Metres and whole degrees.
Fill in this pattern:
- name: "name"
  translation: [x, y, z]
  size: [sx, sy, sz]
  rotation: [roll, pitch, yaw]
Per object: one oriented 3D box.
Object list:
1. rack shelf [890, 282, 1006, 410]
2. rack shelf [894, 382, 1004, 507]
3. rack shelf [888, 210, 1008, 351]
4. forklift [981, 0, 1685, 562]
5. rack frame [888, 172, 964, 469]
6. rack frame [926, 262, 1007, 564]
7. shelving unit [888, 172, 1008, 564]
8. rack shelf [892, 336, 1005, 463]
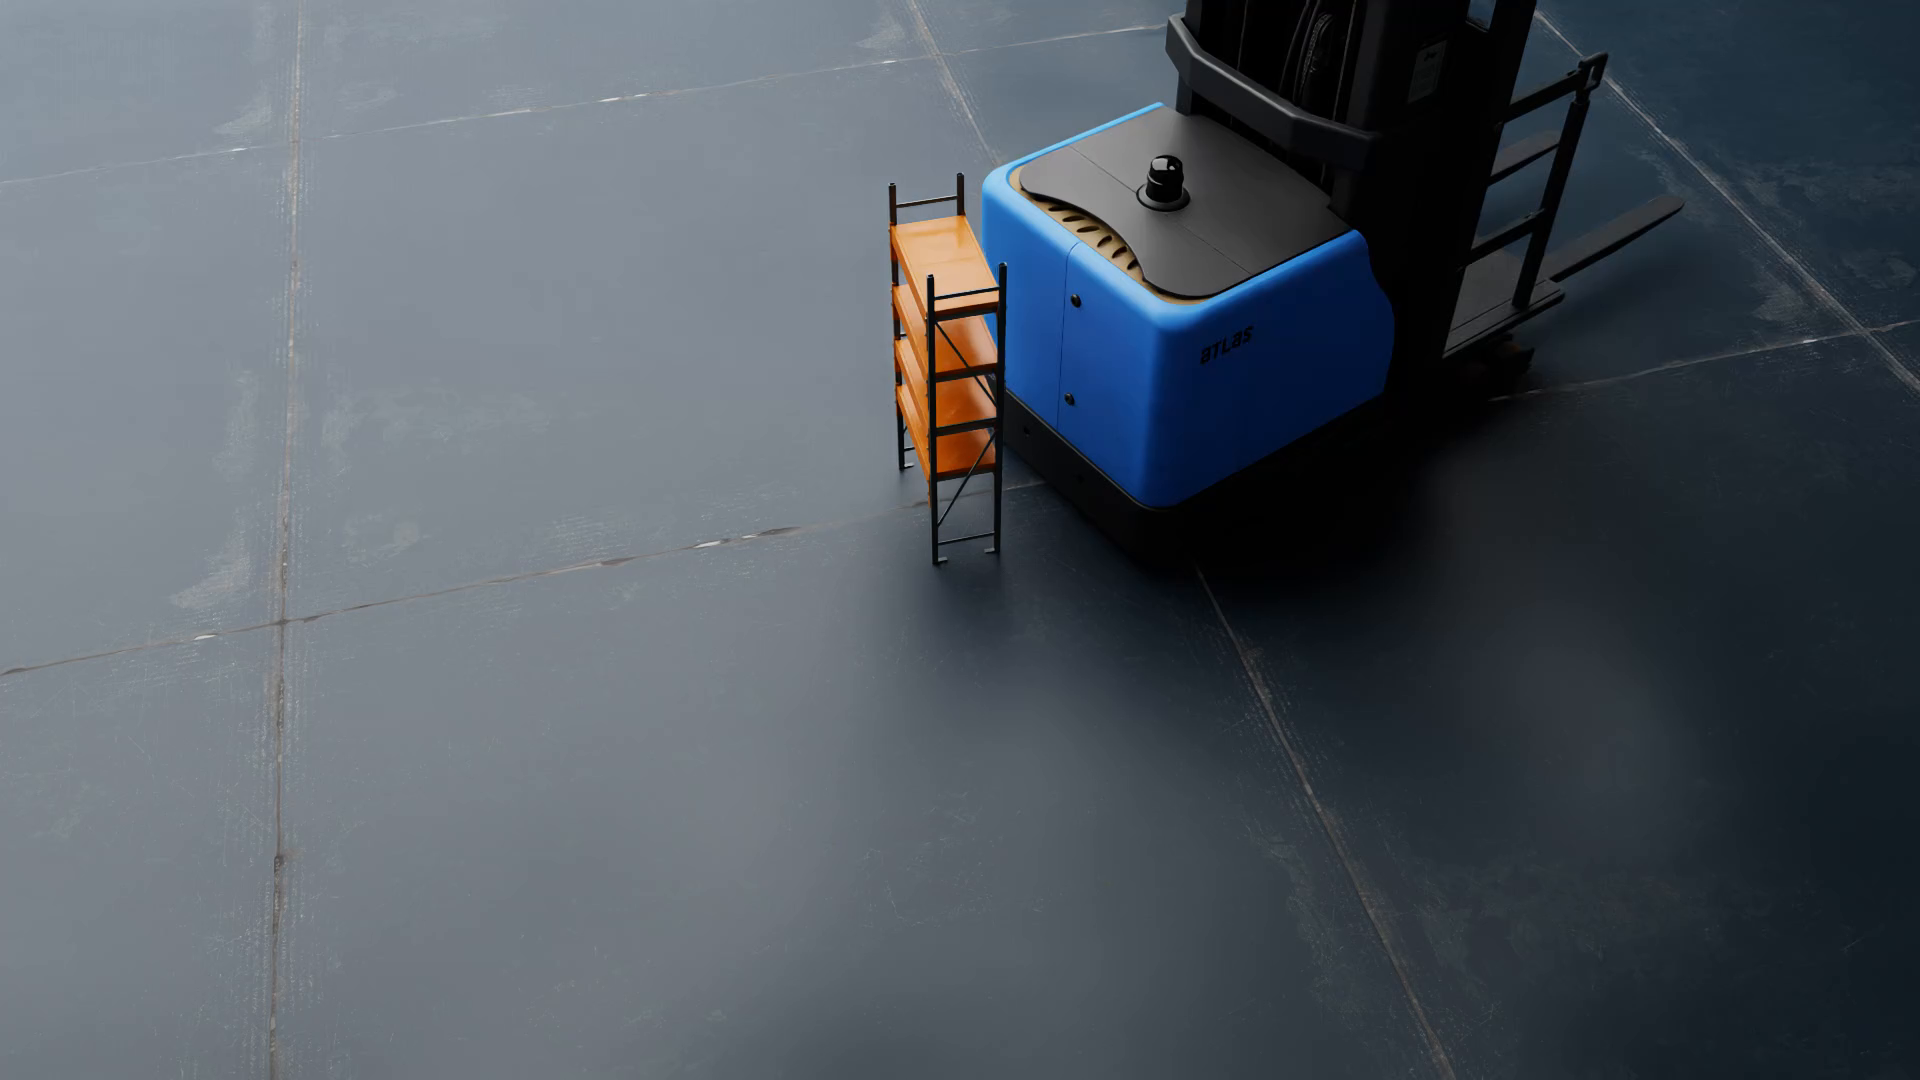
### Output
- name: "rack shelf"
  translation: [-0.042, -0.644, 5.322]
  size: [0.258, 0.148, 0.480]
  rotation: [-11, 47, -10]
- name: "rack shelf"
  translation: [-0.042, -0.348, 5.623]
  size: [0.258, 0.148, 0.480]
  rotation: [-11, 47, -10]
- name: "rack shelf"
  translation: [-0.042, -0.809, 5.153]
  size: [0.258, 0.148, 0.480]
  rotation: [-11, 47, -10]
- name: "forklift"
  translation: [1.547, -1.810, 5.472]
  size: [3.031, 2.935, 1.130]
  rotation: [-28, 52, -24]
- name: "rack frame"
  translation: [-0.105, -0.703, 5.599]
  size: [0.240, 1.200, 0.015]
  rotation: [-11, 47, -10]
- name: "rack frame"
  translation: [0.020, -0.366, 5.268]
  size: [0.240, 1.200, 0.015]
  rotation: [-11, 47, -10]
- name: "shelving unit"
  translation: [-0.042, -0.534, 5.433]
  size: [0.258, 1.200, 0.503]
  rotation: [-11, 47, -10]
- name: "rack shelf"
  translation: [-0.042, -0.487, 5.482]
  size: [0.258, 0.148, 0.480]
  rotation: [-11, 47, -10]
